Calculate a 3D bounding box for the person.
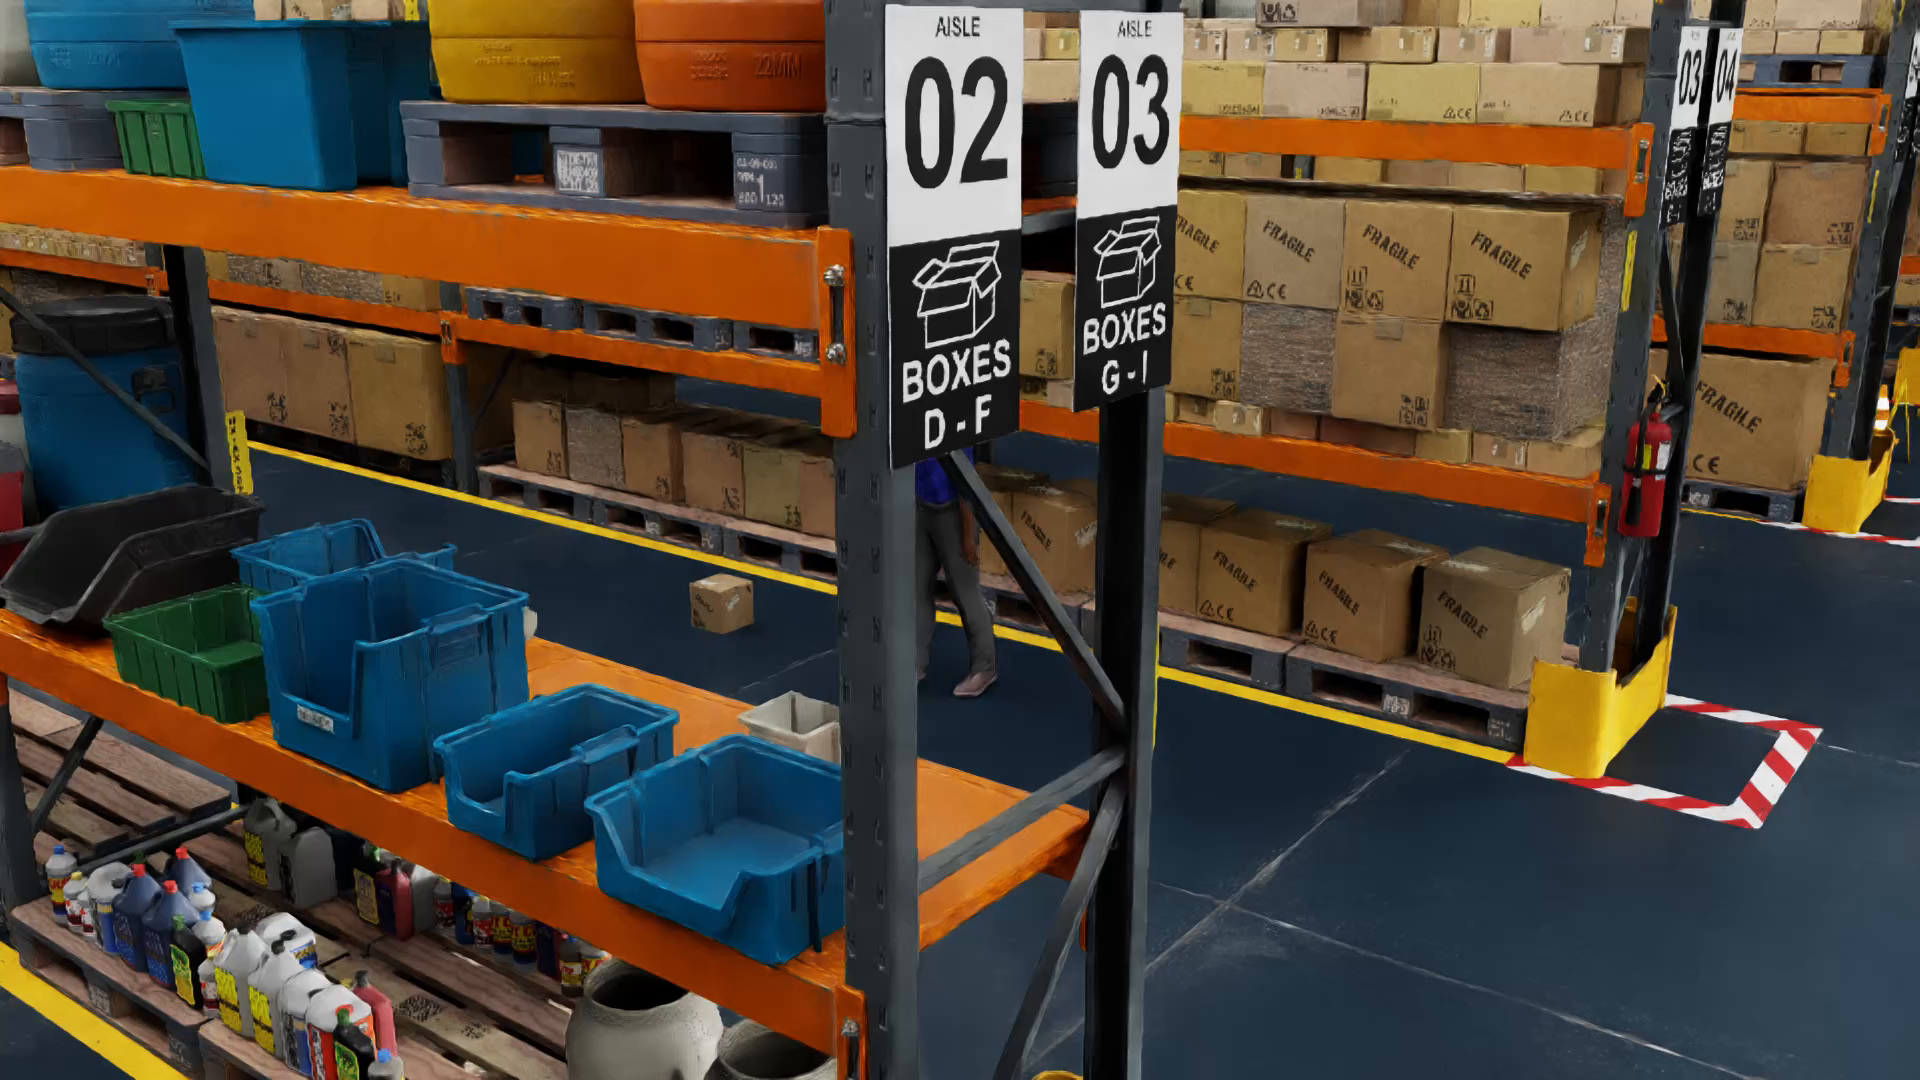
[{"bbox_3d":[-0.130,-0.058,8.231,0.562,1.661,0.541,-11,20,-32],"label":"person"}]
